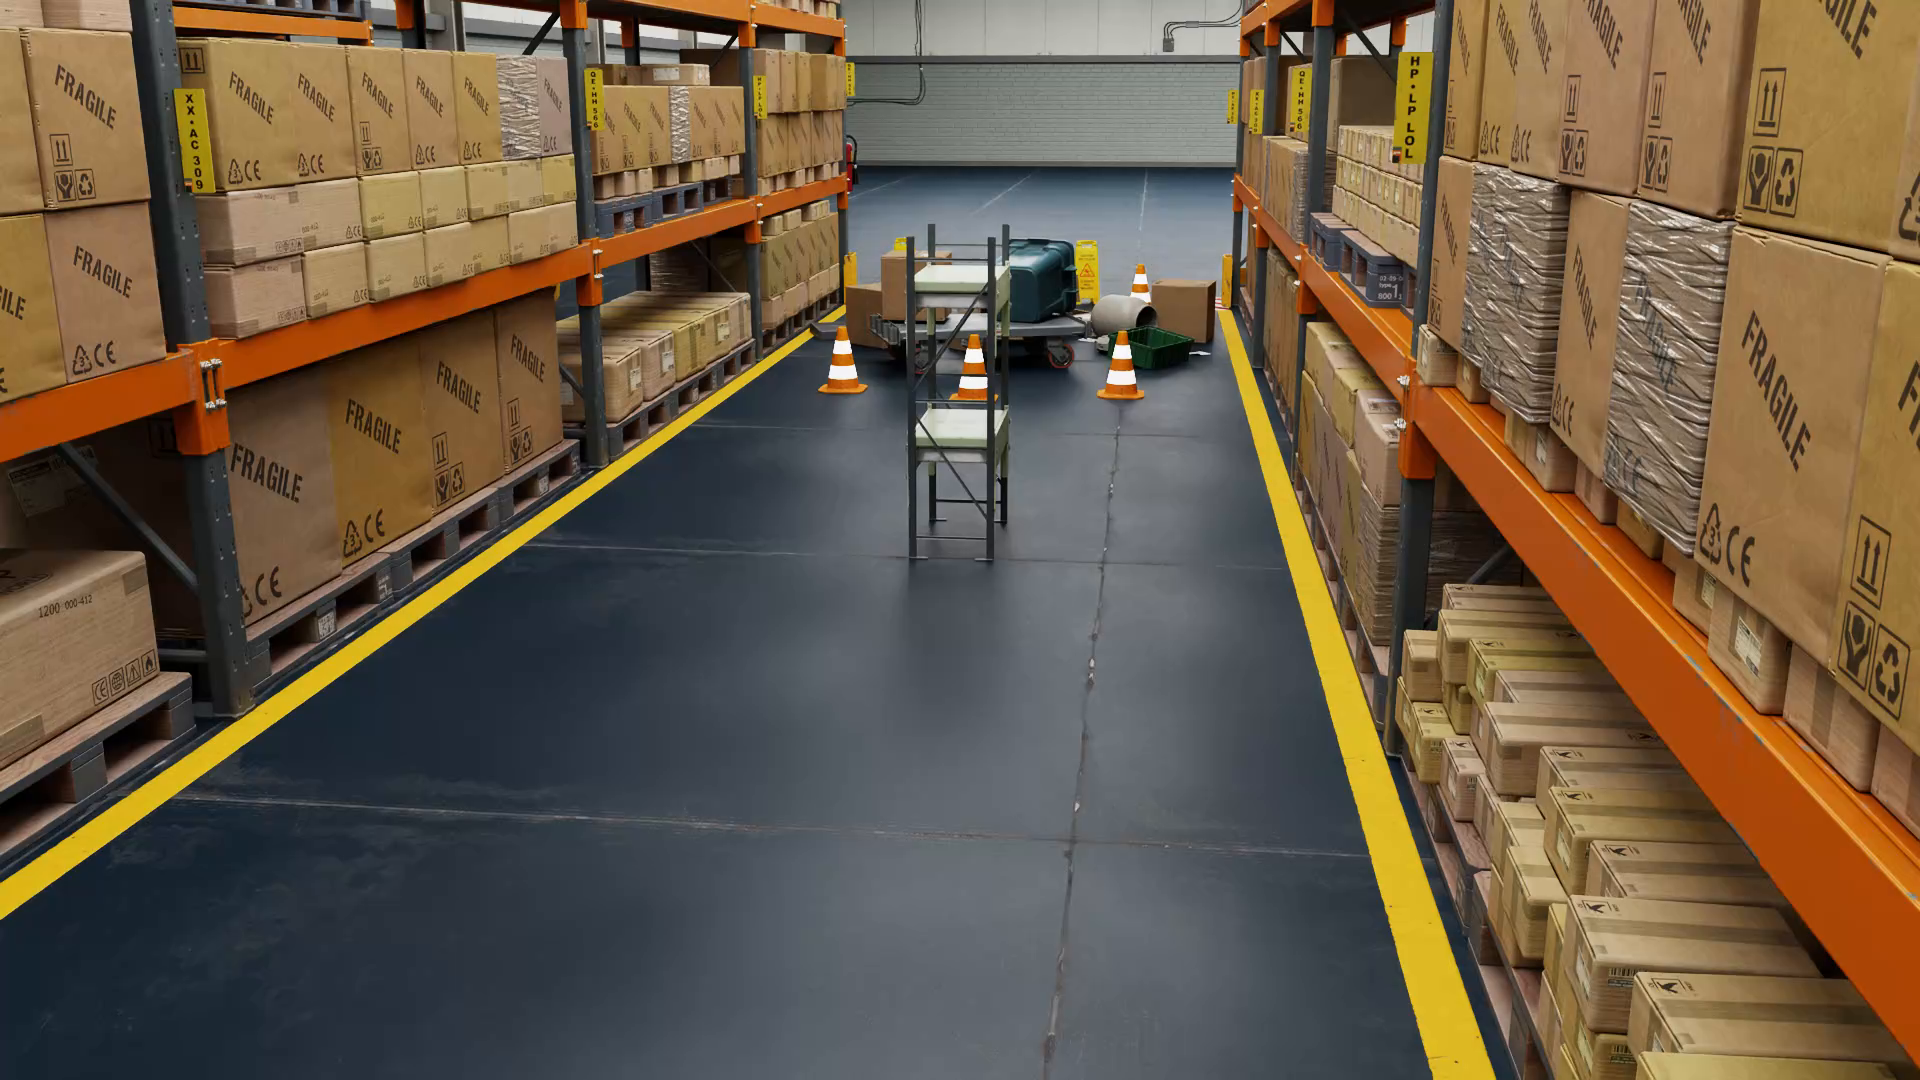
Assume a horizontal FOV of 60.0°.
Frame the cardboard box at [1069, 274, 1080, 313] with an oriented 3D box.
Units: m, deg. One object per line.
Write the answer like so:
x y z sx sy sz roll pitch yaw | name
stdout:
0.655 -2.222 15.415 0.797 0.503 0.637 -10 18 -32 | cardboard box

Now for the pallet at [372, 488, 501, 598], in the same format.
-2.869 -0.018 7.825 1.003 0.211 1.213 2 15 6 | pallet

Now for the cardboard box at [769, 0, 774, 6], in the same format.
-1.764 -4.517 13.857 0.380 0.149 0.250 2 15 8 | cardboard box

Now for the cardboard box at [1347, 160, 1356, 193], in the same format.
2.055 -1.728 7.914 0.380 0.149 0.250 1 15 5 | cardboard box

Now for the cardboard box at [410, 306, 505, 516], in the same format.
-2.831 -0.651 8.090 0.875 0.875 0.875 2 15 7 | cardboard box

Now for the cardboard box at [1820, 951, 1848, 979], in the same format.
1.864 0.872 3.278 0.380 0.149 0.250 2 15 9 | cardboard box

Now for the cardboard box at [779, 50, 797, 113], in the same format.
-1.770 -3.834 13.916 0.700 0.500 0.500 2 15 7 | cardboard box

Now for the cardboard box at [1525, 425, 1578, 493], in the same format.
1.456 -0.197 3.625 0.380 0.149 0.250 2 15 9 | cardboard box

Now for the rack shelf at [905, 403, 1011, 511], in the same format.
0.001 -0.411 8.058 0.431 0.370 0.720 2 15 6 | rack shelf

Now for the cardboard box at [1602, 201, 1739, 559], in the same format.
1.368 -0.269 2.648 0.500 0.500 0.500 2 15 6 | cardboard box

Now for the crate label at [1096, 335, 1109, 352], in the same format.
1.299 -1.639 13.960 0.298 0.136 0.250 -10 18 -32 | crate label

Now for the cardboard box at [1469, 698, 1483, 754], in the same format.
1.623 0.522 4.573 0.380 0.149 0.250 2 15 6 | cardboard box

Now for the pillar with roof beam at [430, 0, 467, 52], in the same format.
-2.615 -8.274 21.520 9.100 9.000 0.400 2 15 6 | pillar with roof beam

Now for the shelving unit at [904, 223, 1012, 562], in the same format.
0.001 -0.726 7.973 0.431 1.500 0.755 2 15 6 | shelving unit

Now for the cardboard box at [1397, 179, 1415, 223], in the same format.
1.848 -1.263 6.193 0.380 0.149 0.250 1 15 4 | cardboard box

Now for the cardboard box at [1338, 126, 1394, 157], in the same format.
2.119 -2.016 8.408 0.380 0.149 0.250 2 15 6 | cardboard box

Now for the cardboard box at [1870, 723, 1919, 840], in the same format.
1.283 0.277 1.871 0.380 0.149 0.250 2 15 6 | cardboard box

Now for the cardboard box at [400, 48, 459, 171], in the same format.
-2.541 -1.878 7.255 0.500 0.500 0.500 1 15 5 | cardboard box

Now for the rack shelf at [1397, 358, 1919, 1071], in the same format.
1.687 0.141 3.273 1.077 0.370 4.000 2 15 6 | rack shelf

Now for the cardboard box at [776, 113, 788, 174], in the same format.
-1.754 -3.348 14.036 0.500 0.500 0.500 2 15 6 | cardboard box

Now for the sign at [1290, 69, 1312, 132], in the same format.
1.812 -2.337 8.840 0.100 0.325 0.005 2 15 6 | sign

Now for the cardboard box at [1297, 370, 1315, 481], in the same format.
2.031 -0.583 8.554 0.500 0.500 0.500 1 15 4 | cardboard box

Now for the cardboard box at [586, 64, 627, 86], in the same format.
-2.539 -3.231 11.555 0.380 0.149 0.250 3 15 9 | cardboard box

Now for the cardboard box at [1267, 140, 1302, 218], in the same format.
2.374 -2.459 11.318 0.500 0.500 0.500 2 15 6 | cardboard box

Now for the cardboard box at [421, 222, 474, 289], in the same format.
-2.509 -1.275 7.417 0.500 0.250 0.500 1 15 5 | cardboard box

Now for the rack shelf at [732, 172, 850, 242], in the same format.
-1.888 -3.091 15.225 1.077 0.370 4.000 2 15 6 | rack shelf

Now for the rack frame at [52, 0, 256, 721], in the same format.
-3.017 -0.845 5.539 1.000 3.000 0.127 2 15 6 | rack frame

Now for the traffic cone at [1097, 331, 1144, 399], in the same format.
1.164 -1.272 11.980 0.336 0.463 0.334 2 15 6 | traffic cone

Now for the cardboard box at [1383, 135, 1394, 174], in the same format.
1.912 -1.542 6.654 0.380 0.149 0.250 1 15 4 | cardboard box

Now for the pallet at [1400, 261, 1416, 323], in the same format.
2.144 -0.826 5.839 1.003 0.211 1.213 2 15 6 | pallet

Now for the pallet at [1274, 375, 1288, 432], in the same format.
2.668 -0.934 11.213 1.003 0.211 1.213 2 15 6 | pallet

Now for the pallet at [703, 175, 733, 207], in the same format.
-2.345 -2.633 12.520 1.003 0.211 1.213 2 15 6 | pallet

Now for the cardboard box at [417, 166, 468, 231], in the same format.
-2.518 -1.517 7.354 0.500 0.250 0.500 1 15 5 | cardboard box

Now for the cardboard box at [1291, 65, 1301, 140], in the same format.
2.709 -3.068 11.656 0.700 0.500 0.500 1 15 5 | cardboard box

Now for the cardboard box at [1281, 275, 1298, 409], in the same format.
2.618 -1.261 10.586 1.050 0.750 0.750 2 15 7 | cardboard box

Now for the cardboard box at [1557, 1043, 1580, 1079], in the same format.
1.339 1.075 3.097 0.380 0.149 0.250 1 15 4 | cardboard box

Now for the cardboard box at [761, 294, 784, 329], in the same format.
-1.779 -1.940 14.053 0.500 0.250 0.500 1 15 4 | cardboard box

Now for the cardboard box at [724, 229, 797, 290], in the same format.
-1.731 -2.441 14.470 0.500 0.500 0.500 2 15 9 | cardboard box

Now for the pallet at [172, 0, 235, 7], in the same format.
-6.976 -4.692 14.191 1.003 0.211 1.213 2 15 6 | pallet

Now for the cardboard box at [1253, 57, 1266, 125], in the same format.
2.838 -3.634 13.500 0.875 0.550 0.550 2 15 6 | cardboard box

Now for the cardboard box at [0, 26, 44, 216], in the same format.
-2.861 -1.114 4.427 0.500 0.500 0.500 1 15 5 | cardboard box

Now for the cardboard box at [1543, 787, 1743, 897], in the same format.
1.467 0.649 3.533 0.380 0.149 0.250 2 15 7 | cardboard box

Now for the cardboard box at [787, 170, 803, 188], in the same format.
-1.606 -3.202 14.739 0.380 0.149 0.250 2 15 7 | cardboard box

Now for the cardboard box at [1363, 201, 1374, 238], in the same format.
1.966 -1.390 7.232 0.380 0.149 0.250 2 15 7 | cardboard box

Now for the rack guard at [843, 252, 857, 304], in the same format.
-1.671 -2.731 17.303 1.175 0.500 0.348 2 15 6 | rack guard

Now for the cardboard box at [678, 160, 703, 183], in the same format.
-2.027 -2.595 11.690 0.380 0.149 0.250 2 15 6 | cardboard box

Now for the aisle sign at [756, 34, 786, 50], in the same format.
-1.964 -5.237 16.803 0.394 0.787 0.004 2 15 6 | aisle sign

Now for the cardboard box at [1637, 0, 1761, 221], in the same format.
1.373 -0.755 2.530 0.500 0.500 0.500 2 15 9 | cardboard box

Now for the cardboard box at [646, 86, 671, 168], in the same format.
-2.180 -2.660 10.686 0.500 0.500 0.500 2 15 7 | cardboard box
